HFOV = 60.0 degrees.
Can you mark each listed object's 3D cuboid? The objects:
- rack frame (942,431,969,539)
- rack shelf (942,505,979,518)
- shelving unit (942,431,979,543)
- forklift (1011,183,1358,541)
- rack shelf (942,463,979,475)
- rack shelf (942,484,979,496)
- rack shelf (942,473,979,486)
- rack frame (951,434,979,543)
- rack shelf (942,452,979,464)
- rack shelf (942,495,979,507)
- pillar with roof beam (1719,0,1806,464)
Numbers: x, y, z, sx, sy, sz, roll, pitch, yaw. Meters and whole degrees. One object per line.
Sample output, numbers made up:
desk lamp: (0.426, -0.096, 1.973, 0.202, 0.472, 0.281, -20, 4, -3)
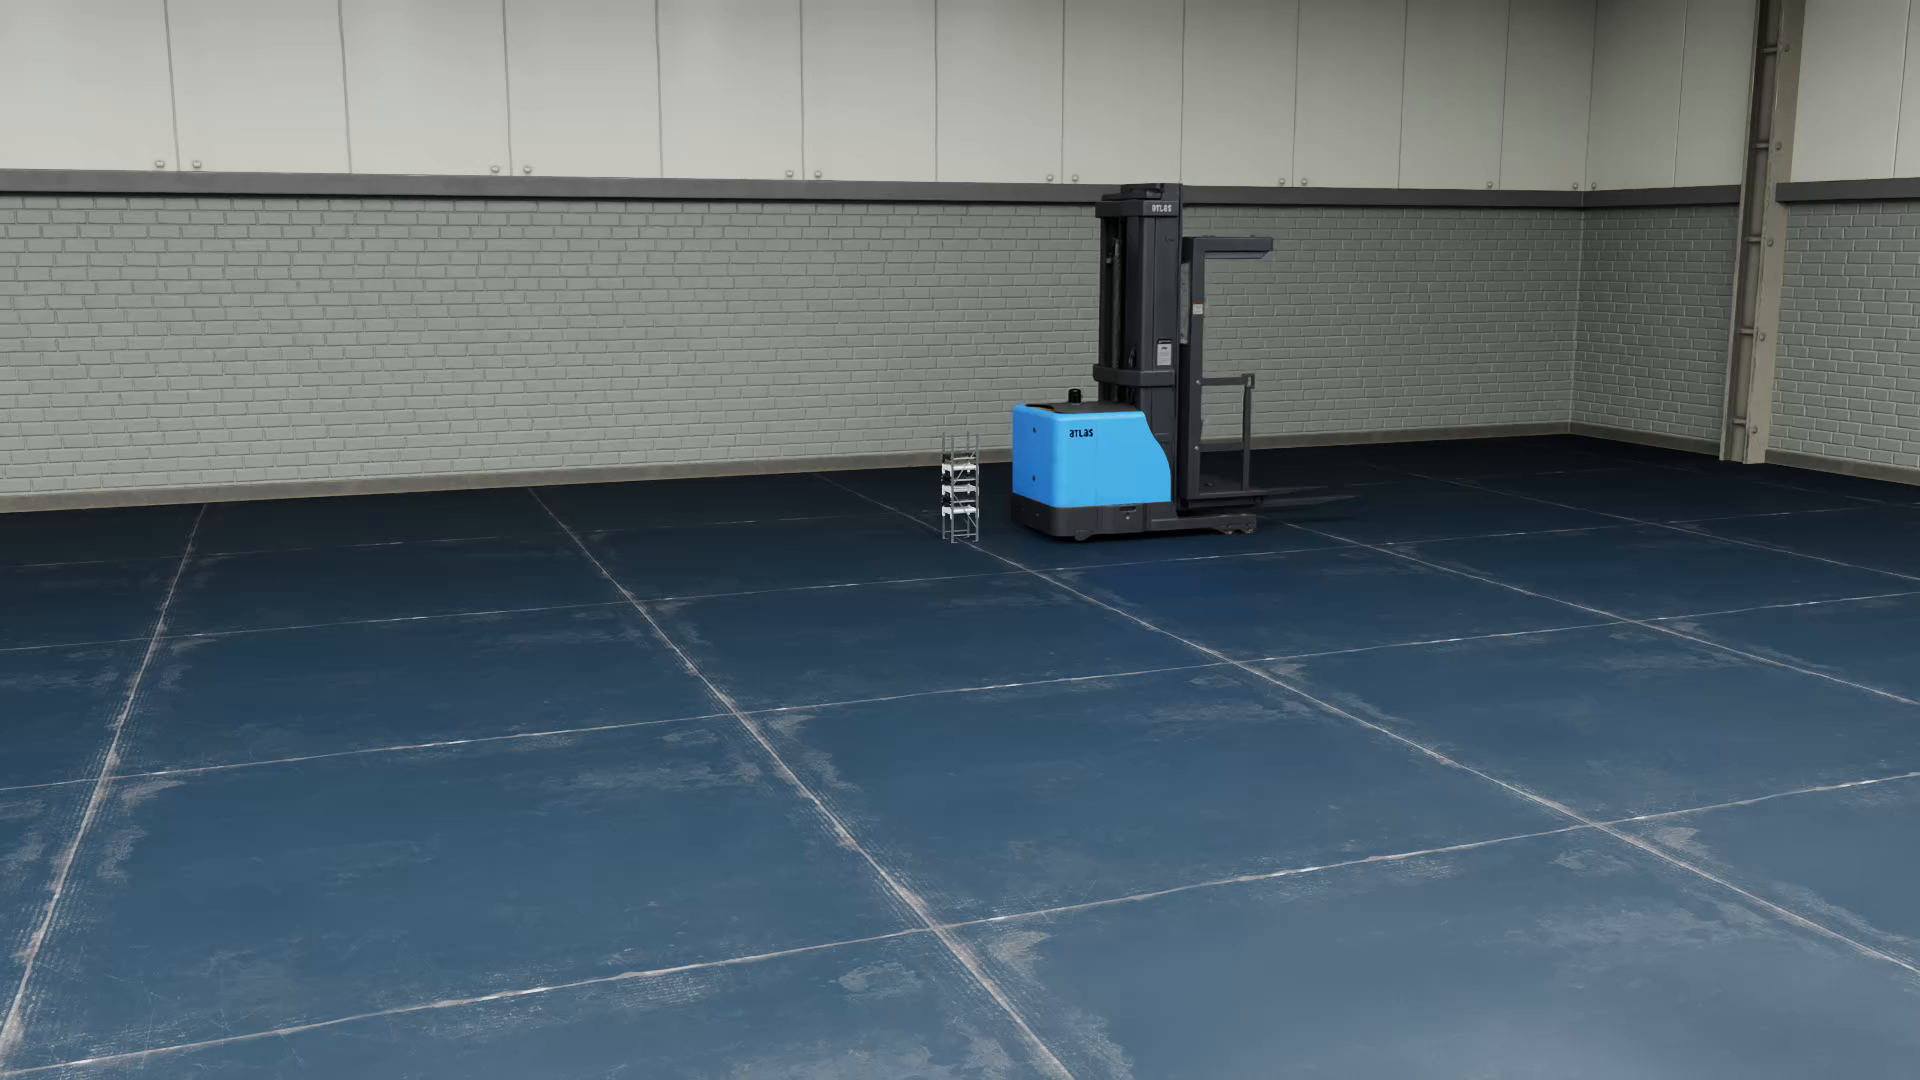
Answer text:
rack frame: (-0.034, -0.458, 13.927, 0.240, 0.900, 0.006, -4, 11, -21)
rack shelf: (0.003, -0.232, 13.871, 0.258, 0.077, 0.200, -4, 11, -21)
shelving unit: (0.003, -0.442, 13.834, 0.258, 0.900, 0.210, -4, 11, -21)
forklift: (2.015, -1.573, 14.395, 3.031, 2.935, 1.130, -4, 11, -20)
rack shelf: (0.003, -0.586, 13.808, 0.258, 0.077, 0.200, -4, 11, -21)
rack shelf: (0.003, -0.409, 13.840, 0.258, 0.077, 0.200, -4, 11, -21)
rack shelf: (0.003, -0.498, 13.824, 0.258, 0.077, 0.200, -4, 11, -21)
rack frame: (0.040, -0.425, 13.741, 0.240, 0.900, 0.006, -4, 11, -21)
rack shelf: (0.003, -0.675, 13.792, 0.258, 0.077, 0.200, -4, 11, -21)
rack shelf: (0.003, -0.320, 13.855, 0.258, 0.077, 0.200, -4, 11, -21)
pillar with roof beam: (4.919, -5.057, 16.656, 9.100, 9.000, 0.400, -4, 11, -21)
